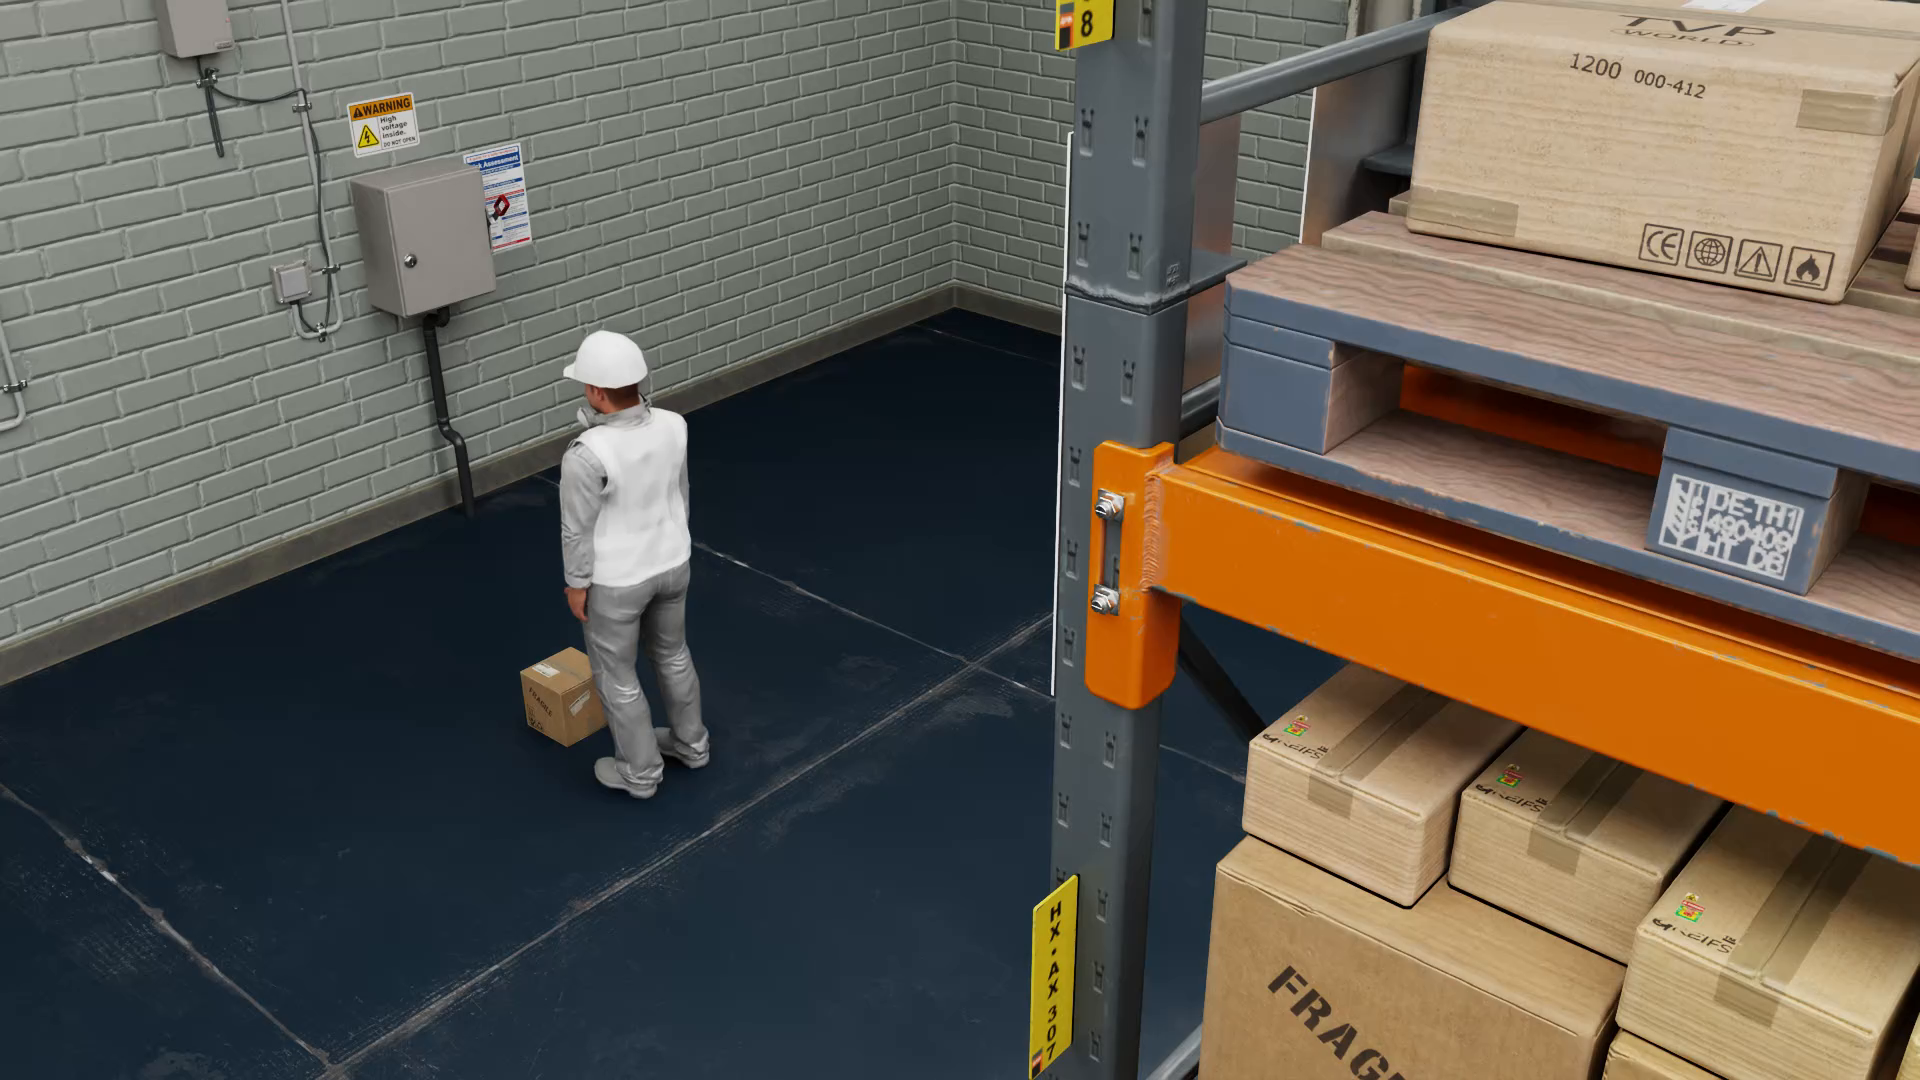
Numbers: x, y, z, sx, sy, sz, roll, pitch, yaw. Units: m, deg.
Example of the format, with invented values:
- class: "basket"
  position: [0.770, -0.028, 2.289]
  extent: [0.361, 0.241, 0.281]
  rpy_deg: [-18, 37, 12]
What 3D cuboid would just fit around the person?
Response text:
- class: "person"
  position: [-1.180, 0.097, 5.913]
  extent: [0.360, 1.764, 0.532]
  rpy_deg: [22, 34, 36]
